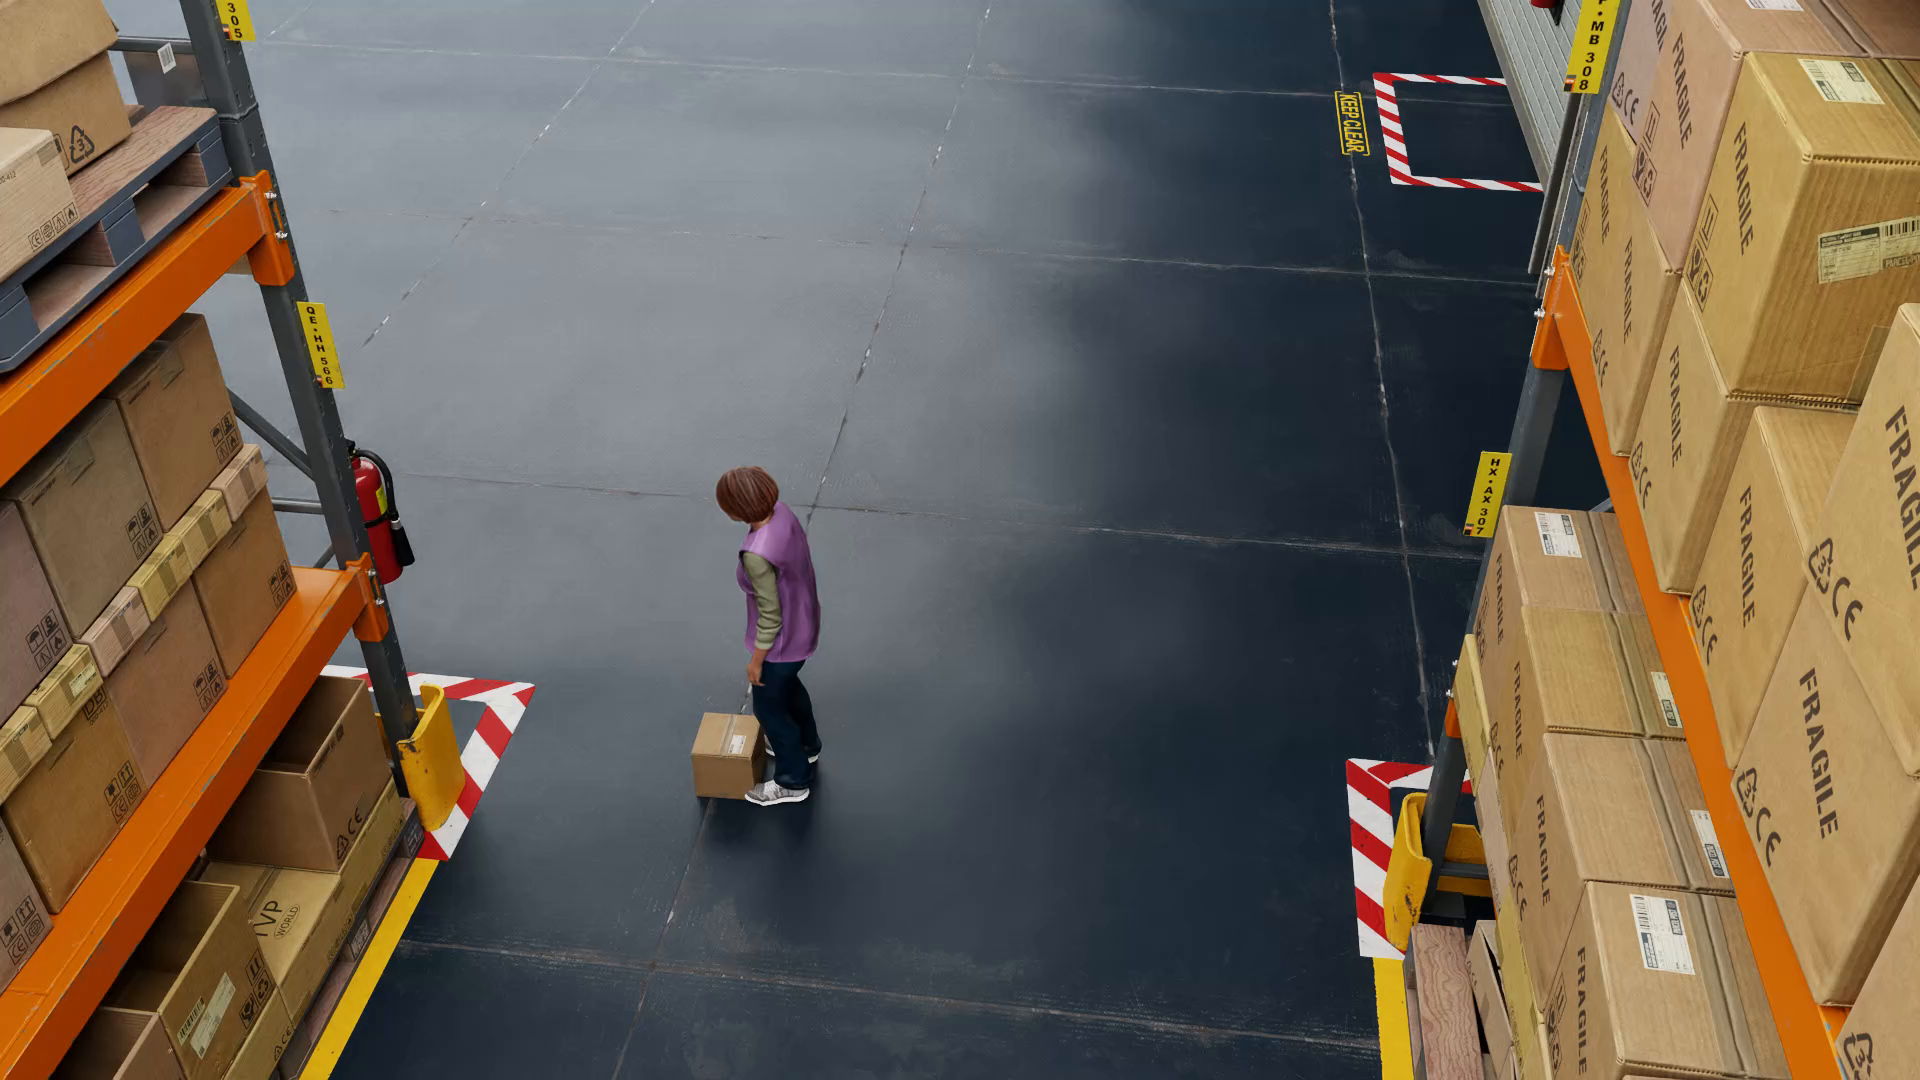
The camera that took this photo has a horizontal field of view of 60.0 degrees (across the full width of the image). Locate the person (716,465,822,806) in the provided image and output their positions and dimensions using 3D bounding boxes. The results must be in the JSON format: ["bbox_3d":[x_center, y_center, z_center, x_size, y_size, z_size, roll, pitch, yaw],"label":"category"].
[{"bbox_3d":[-0.721,0.381,6.542,0.343,1.582,0.462,5,37,6],"label":"person"}]
